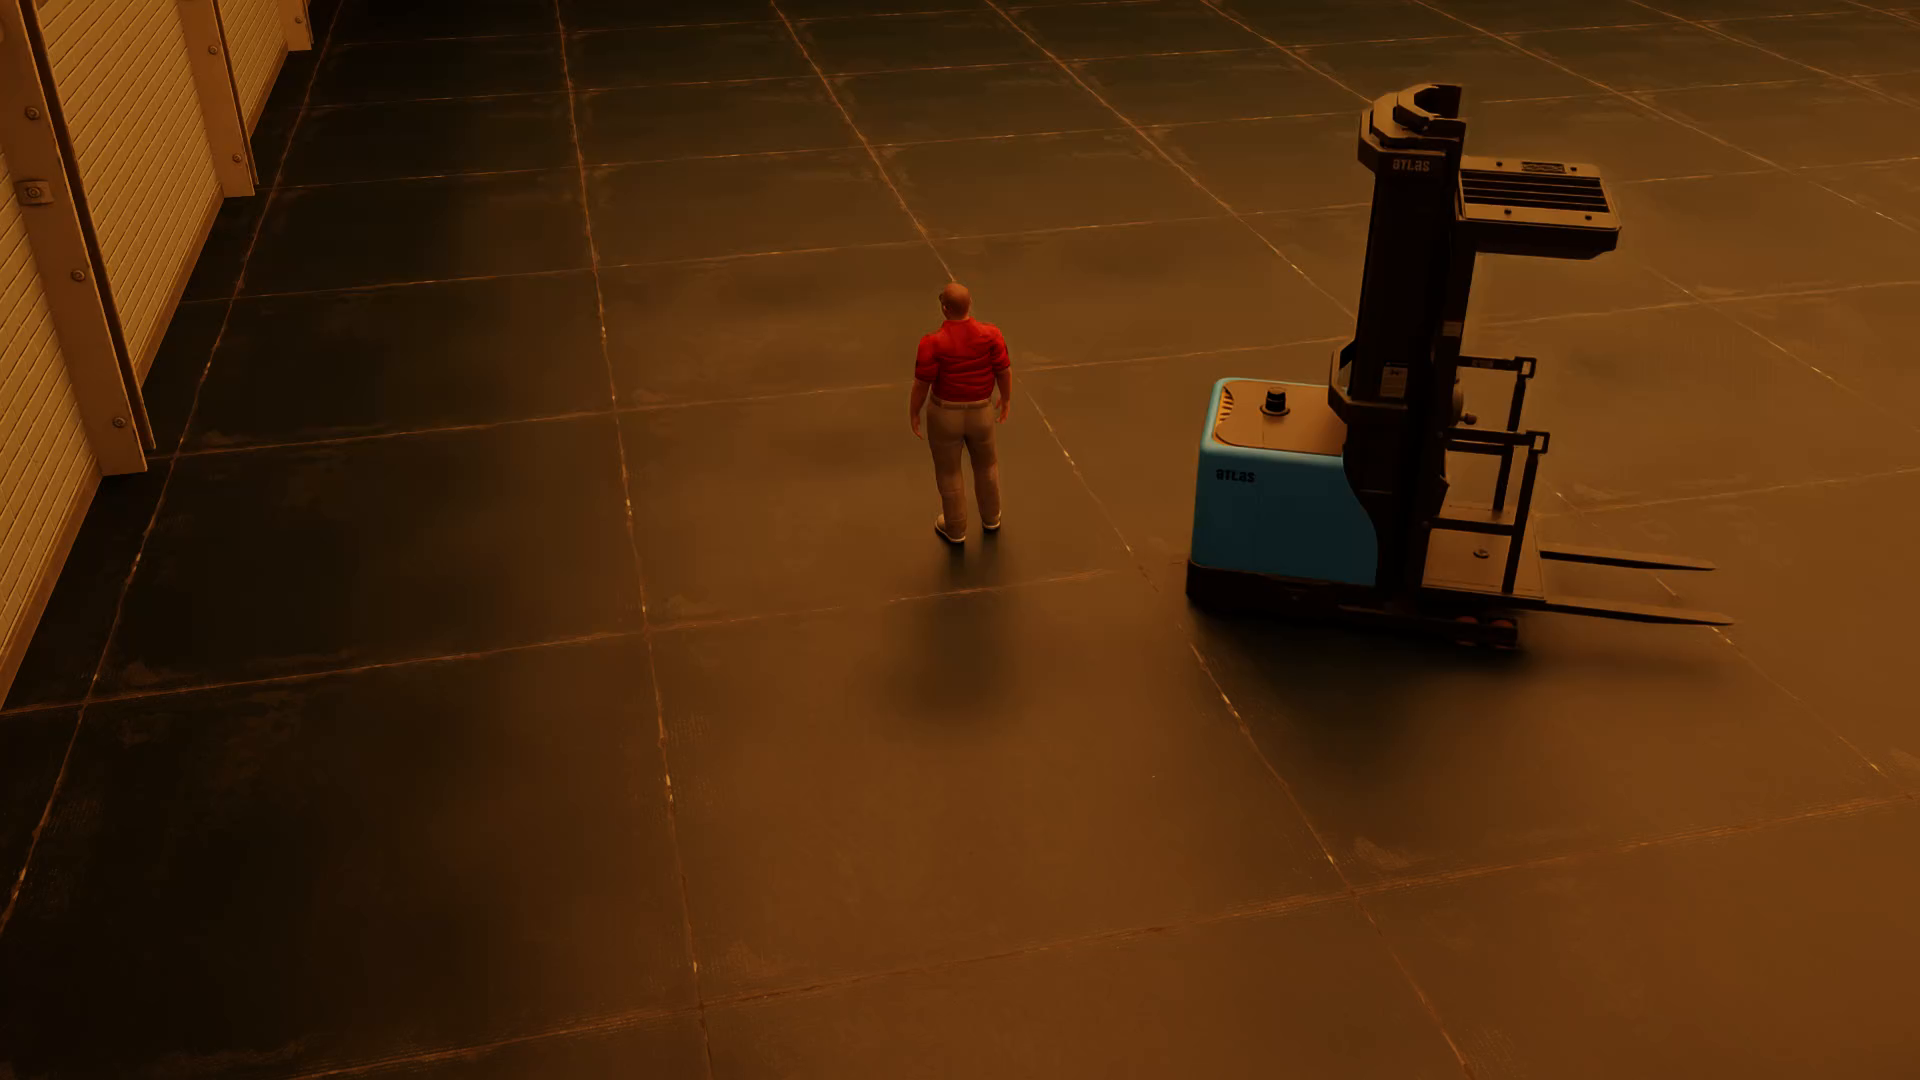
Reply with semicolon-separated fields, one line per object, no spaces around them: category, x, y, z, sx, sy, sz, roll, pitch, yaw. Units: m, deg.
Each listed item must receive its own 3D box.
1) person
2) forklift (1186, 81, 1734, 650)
person;-0.010;-0.801;10.141;0.641;1.728;0.550;-7;31;-12
forklift;2.904;-0.939;9.197;3.031;2.935;1.130;6;31;11
